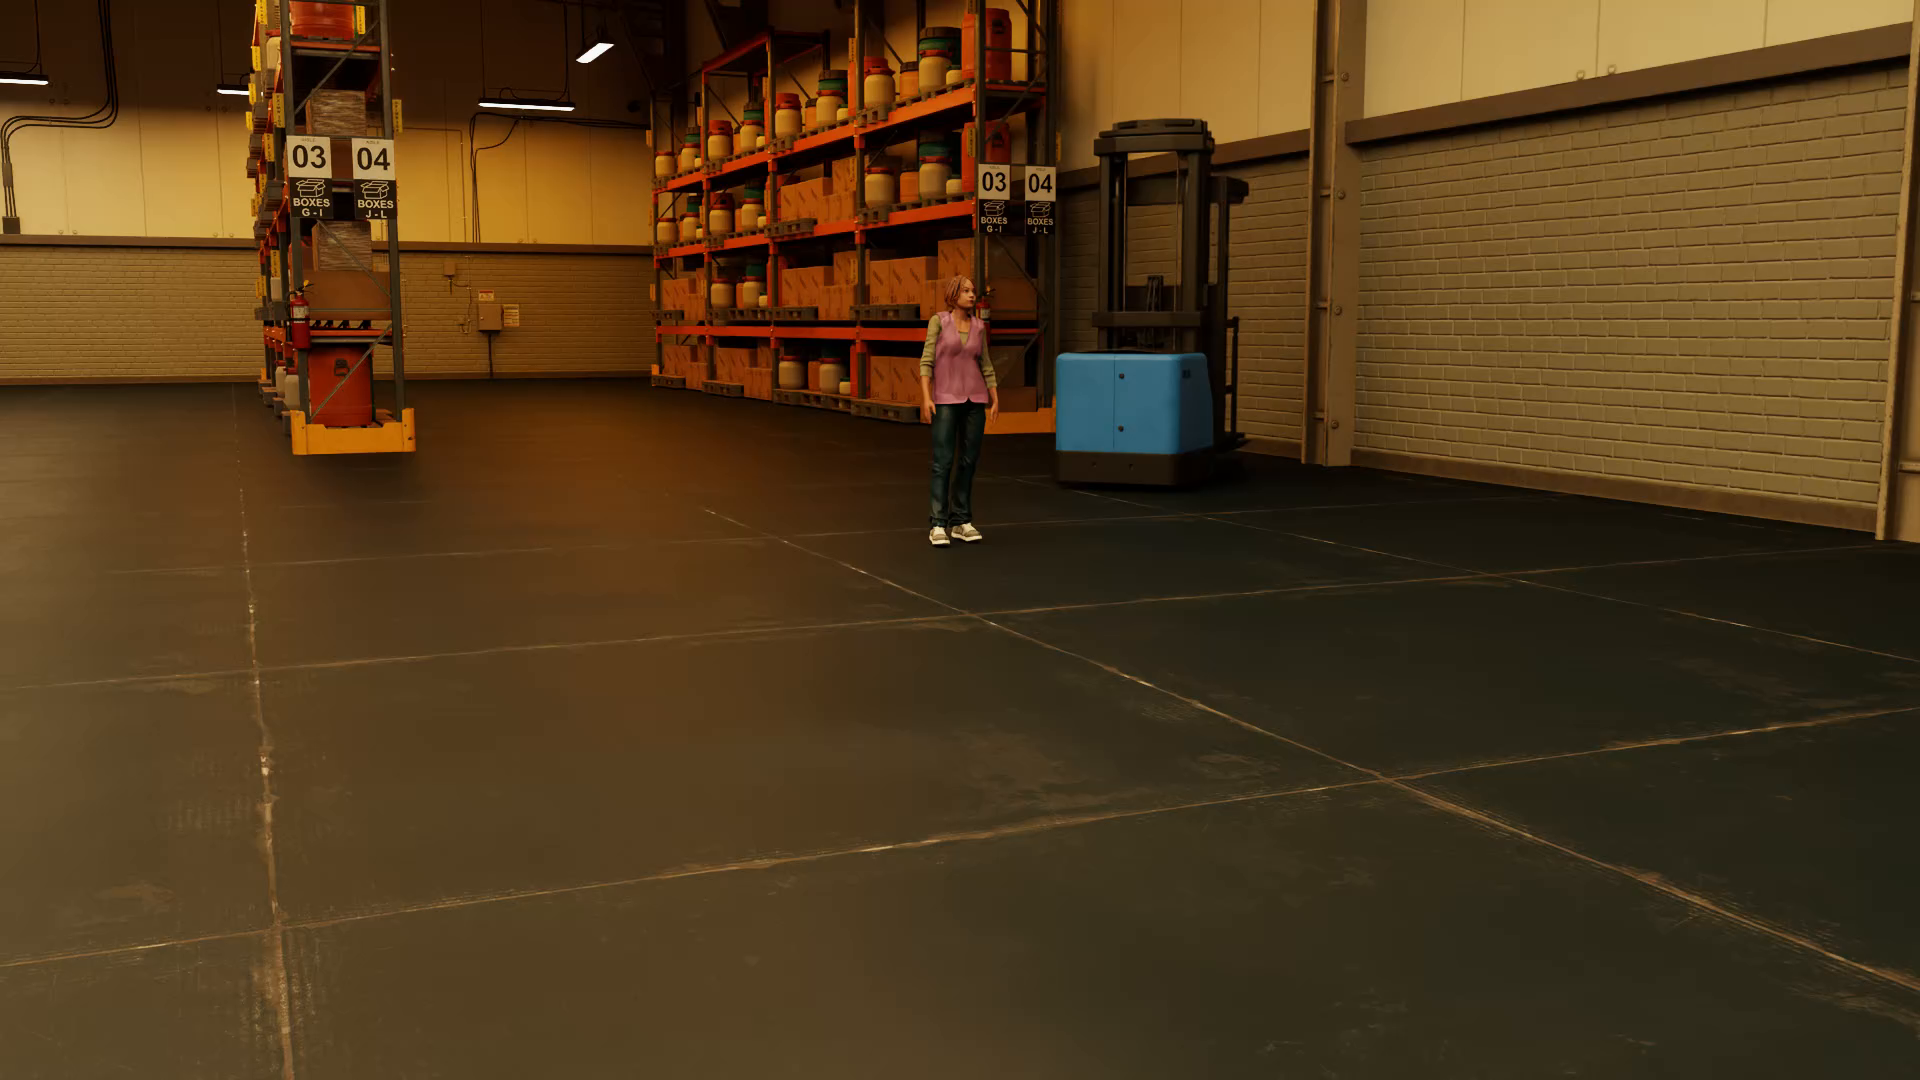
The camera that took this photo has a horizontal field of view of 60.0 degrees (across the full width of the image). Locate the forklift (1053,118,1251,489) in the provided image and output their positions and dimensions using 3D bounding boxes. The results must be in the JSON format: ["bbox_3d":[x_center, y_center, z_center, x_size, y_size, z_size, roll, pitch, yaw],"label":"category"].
[{"bbox_3d":[1.798,-2.004,14.146,1.130,2.935,3.031,3,8,23],"label":"forklift"}]

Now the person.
[{"bbox_3d":[0.017,-0.788,9.976,0.520,1.593,0.475,-3,8,-23],"label":"person"}]
